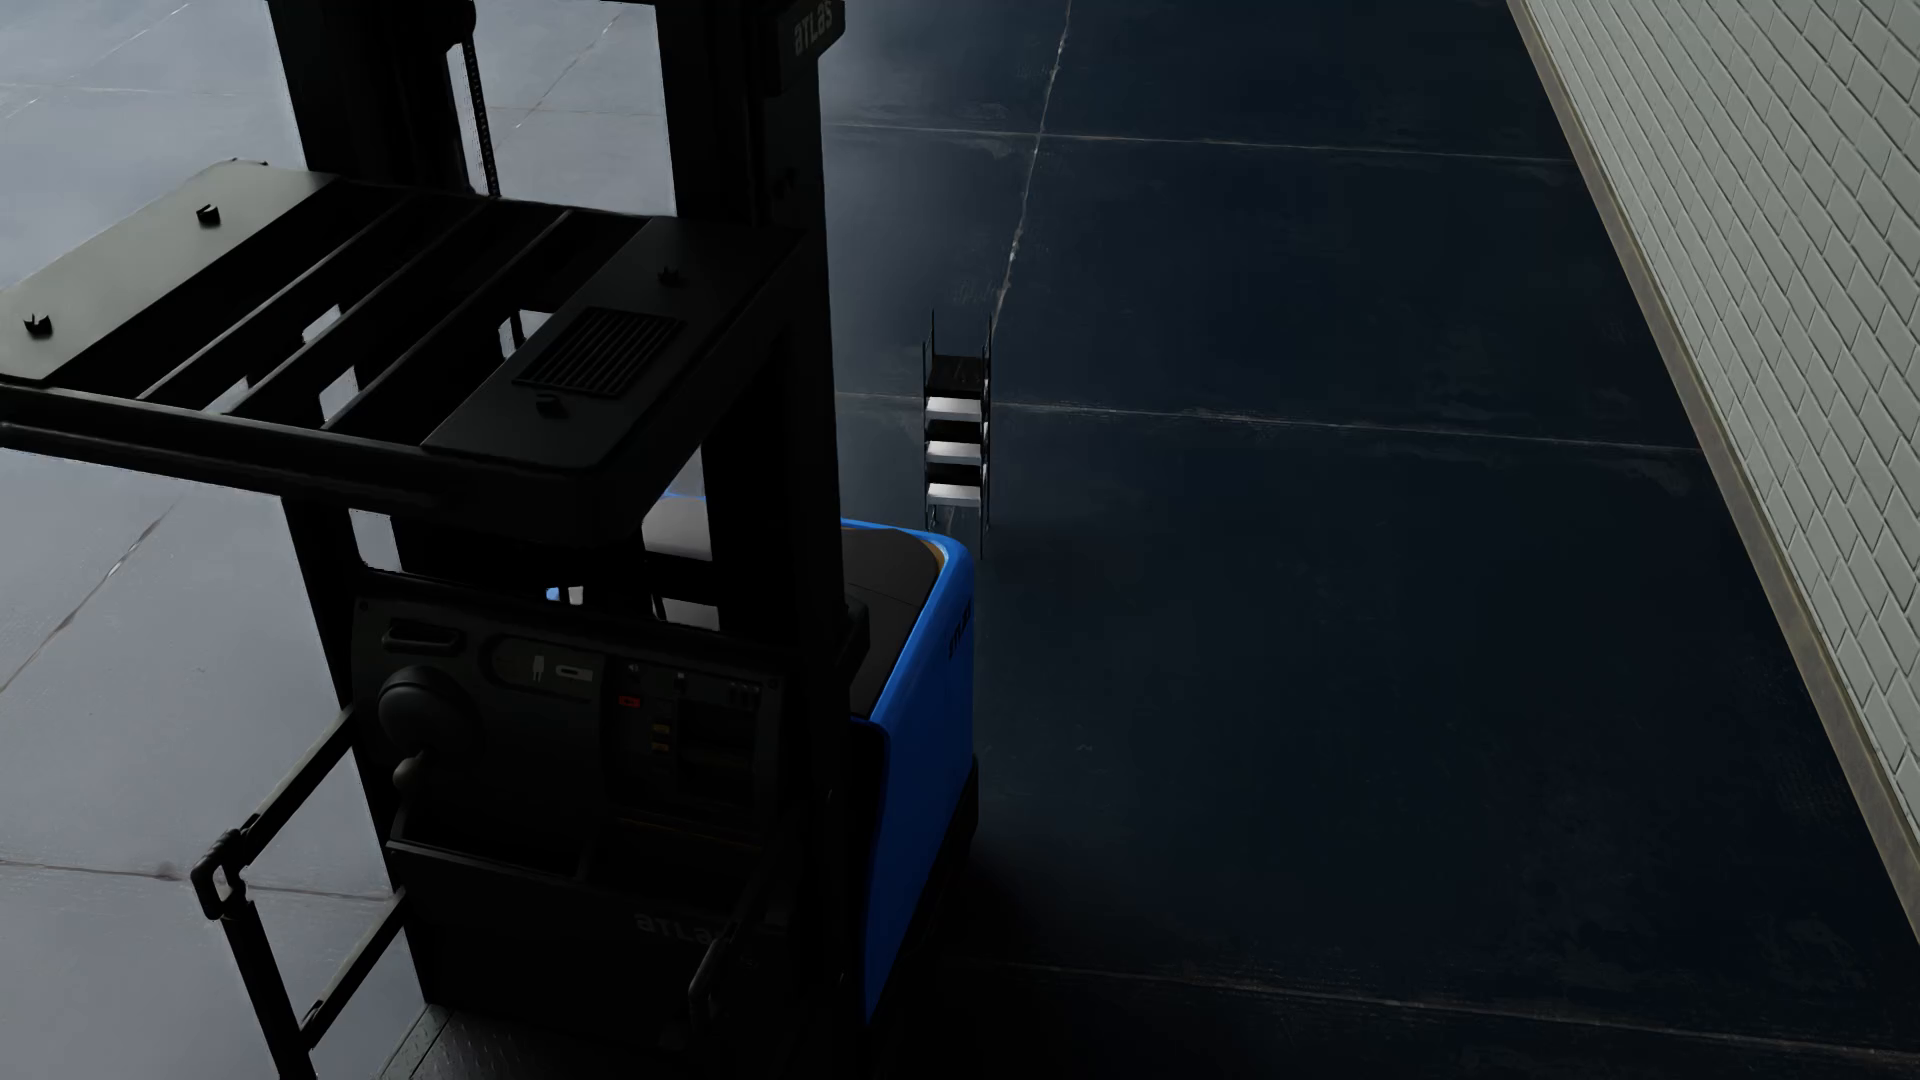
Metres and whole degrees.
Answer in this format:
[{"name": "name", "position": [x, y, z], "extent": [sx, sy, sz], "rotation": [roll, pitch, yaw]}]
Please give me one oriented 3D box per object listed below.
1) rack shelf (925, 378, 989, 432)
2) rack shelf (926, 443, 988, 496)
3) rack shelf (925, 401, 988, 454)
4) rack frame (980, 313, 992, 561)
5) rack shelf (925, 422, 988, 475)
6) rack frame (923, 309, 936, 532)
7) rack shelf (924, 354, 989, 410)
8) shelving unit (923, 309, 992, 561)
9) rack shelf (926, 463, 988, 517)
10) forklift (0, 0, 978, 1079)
[{"name": "rack shelf", "position": [-0.008, -0.486, 5.904], "extent": [0.200, 0.077, 0.258], "rotation": [4, 36, 6]}, {"name": "rack shelf", "position": [-0.008, -0.267, 6.061], "extent": [0.200, 0.077, 0.258], "rotation": [4, 36, 6]}, {"name": "rack shelf", "position": [-0.008, -0.413, 5.957], "extent": [0.200, 0.077, 0.258], "rotation": [4, 36, 6]}, {"name": "rack frame", "position": [0.093, -0.359, 5.979], "extent": [0.006, 0.900, 0.240], "rotation": [4, 36, 6]}, {"name": "rack shelf", "position": [-0.008, -0.340, 6.009], "extent": [0.200, 0.077, 0.258], "rotation": [4, 36, 6]}, {"name": "rack frame", "position": [-0.109, -0.374, 6.000], "extent": [0.006, 0.900, 0.240], "rotation": [4, 36, 6]}, {"name": "rack shelf", "position": [-0.008, -0.560, 5.852], "extent": [0.200, 0.077, 0.258], "rotation": [4, 36, 6]}, {"name": "shelving unit", "position": [-0.008, -0.367, 5.989], "extent": [0.210, 0.900, 0.258], "rotation": [4, 36, 6]}, {"name": "rack shelf", "position": [-0.008, -0.193, 6.113], "extent": [0.200, 0.077, 0.258], "rotation": [4, 36, 6]}, {"name": "forklift", "position": [-0.842, 0.422, 3.135], "extent": [1.130, 2.935, 3.031], "rotation": [9, 37, 13]}]
